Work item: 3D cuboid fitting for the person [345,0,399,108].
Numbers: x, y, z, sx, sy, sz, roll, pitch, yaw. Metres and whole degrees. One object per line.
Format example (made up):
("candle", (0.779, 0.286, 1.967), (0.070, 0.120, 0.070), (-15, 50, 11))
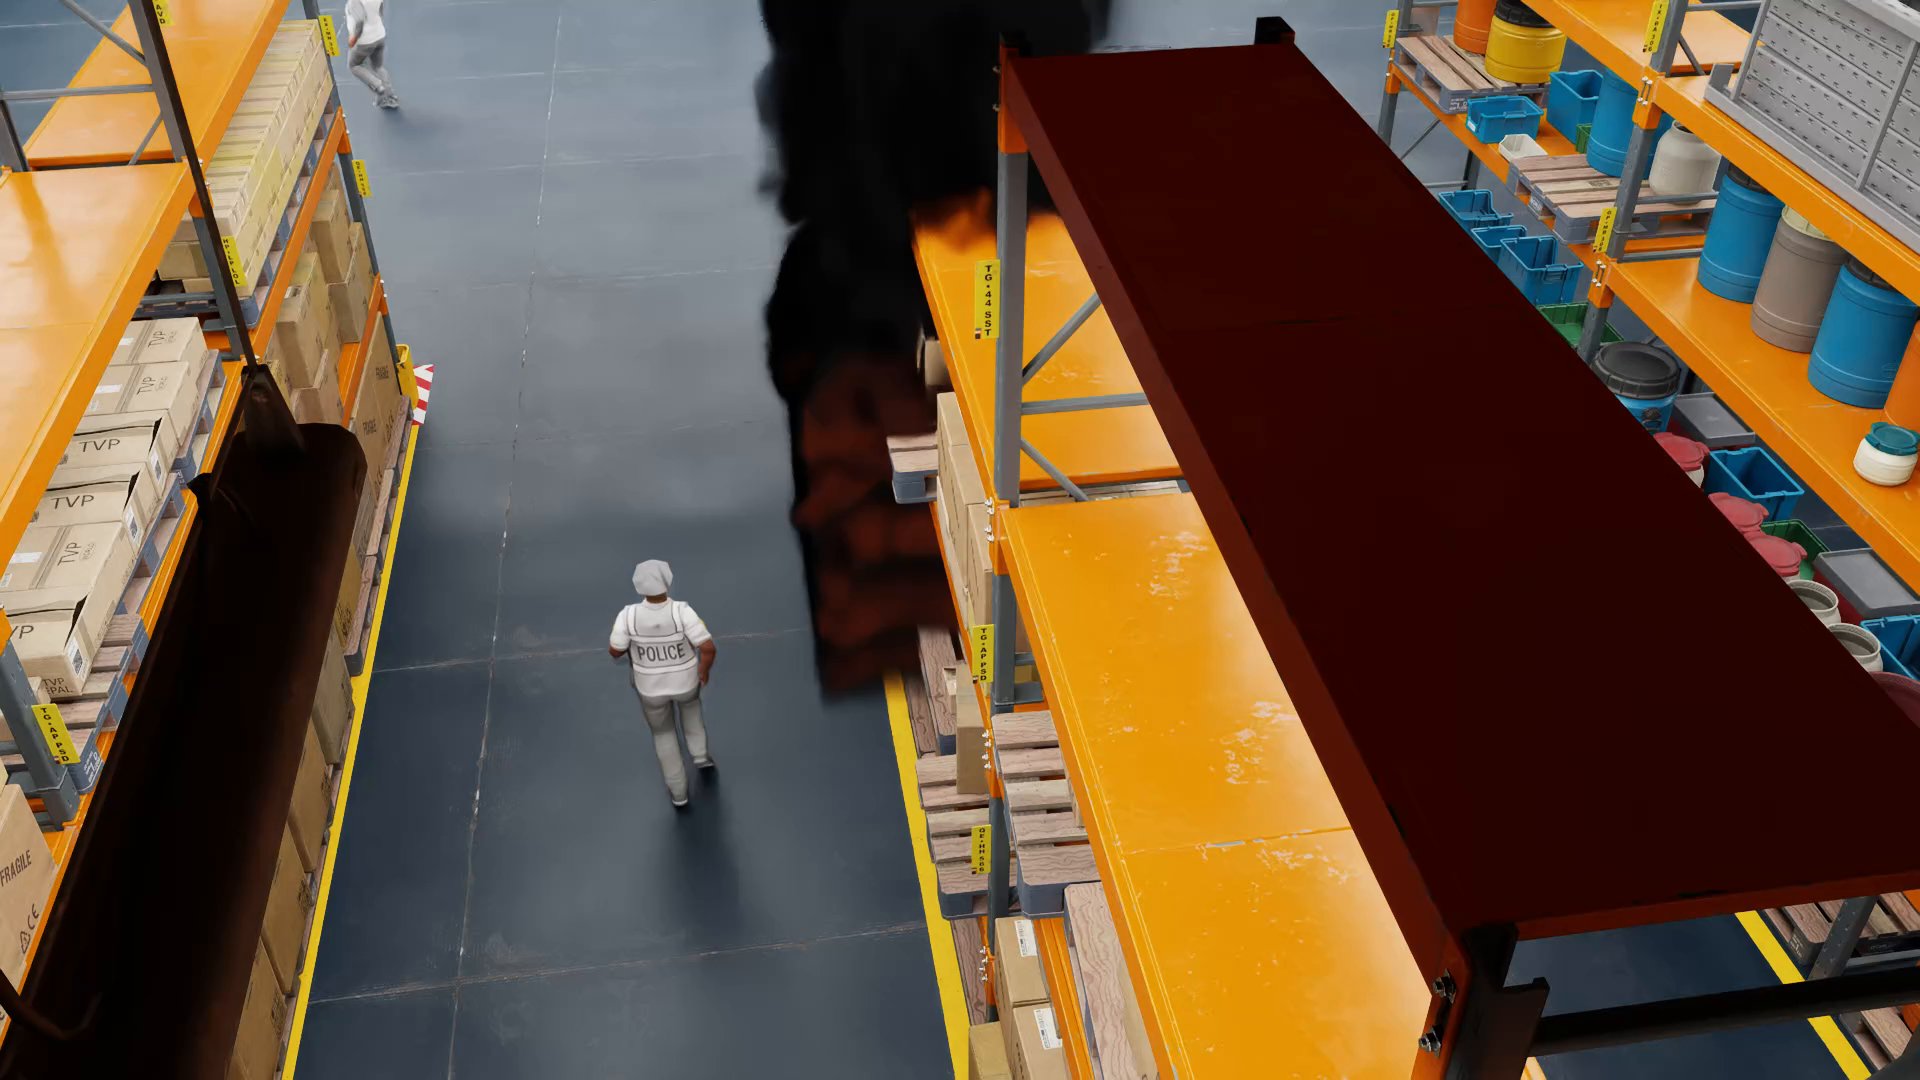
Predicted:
("person", (-7.297, -6.156, 20.362), (0.591, 1.732, 0.645), (16, 39, 20))

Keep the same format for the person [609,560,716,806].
("person", (-1.907, 0.890, 10.769), (0.652, 1.807, 0.740), (-9, 37, -12))

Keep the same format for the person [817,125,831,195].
("person", (-0.988, -3.337, 16.585), (0.870, 1.707, 0.655), (22, 42, 27))
